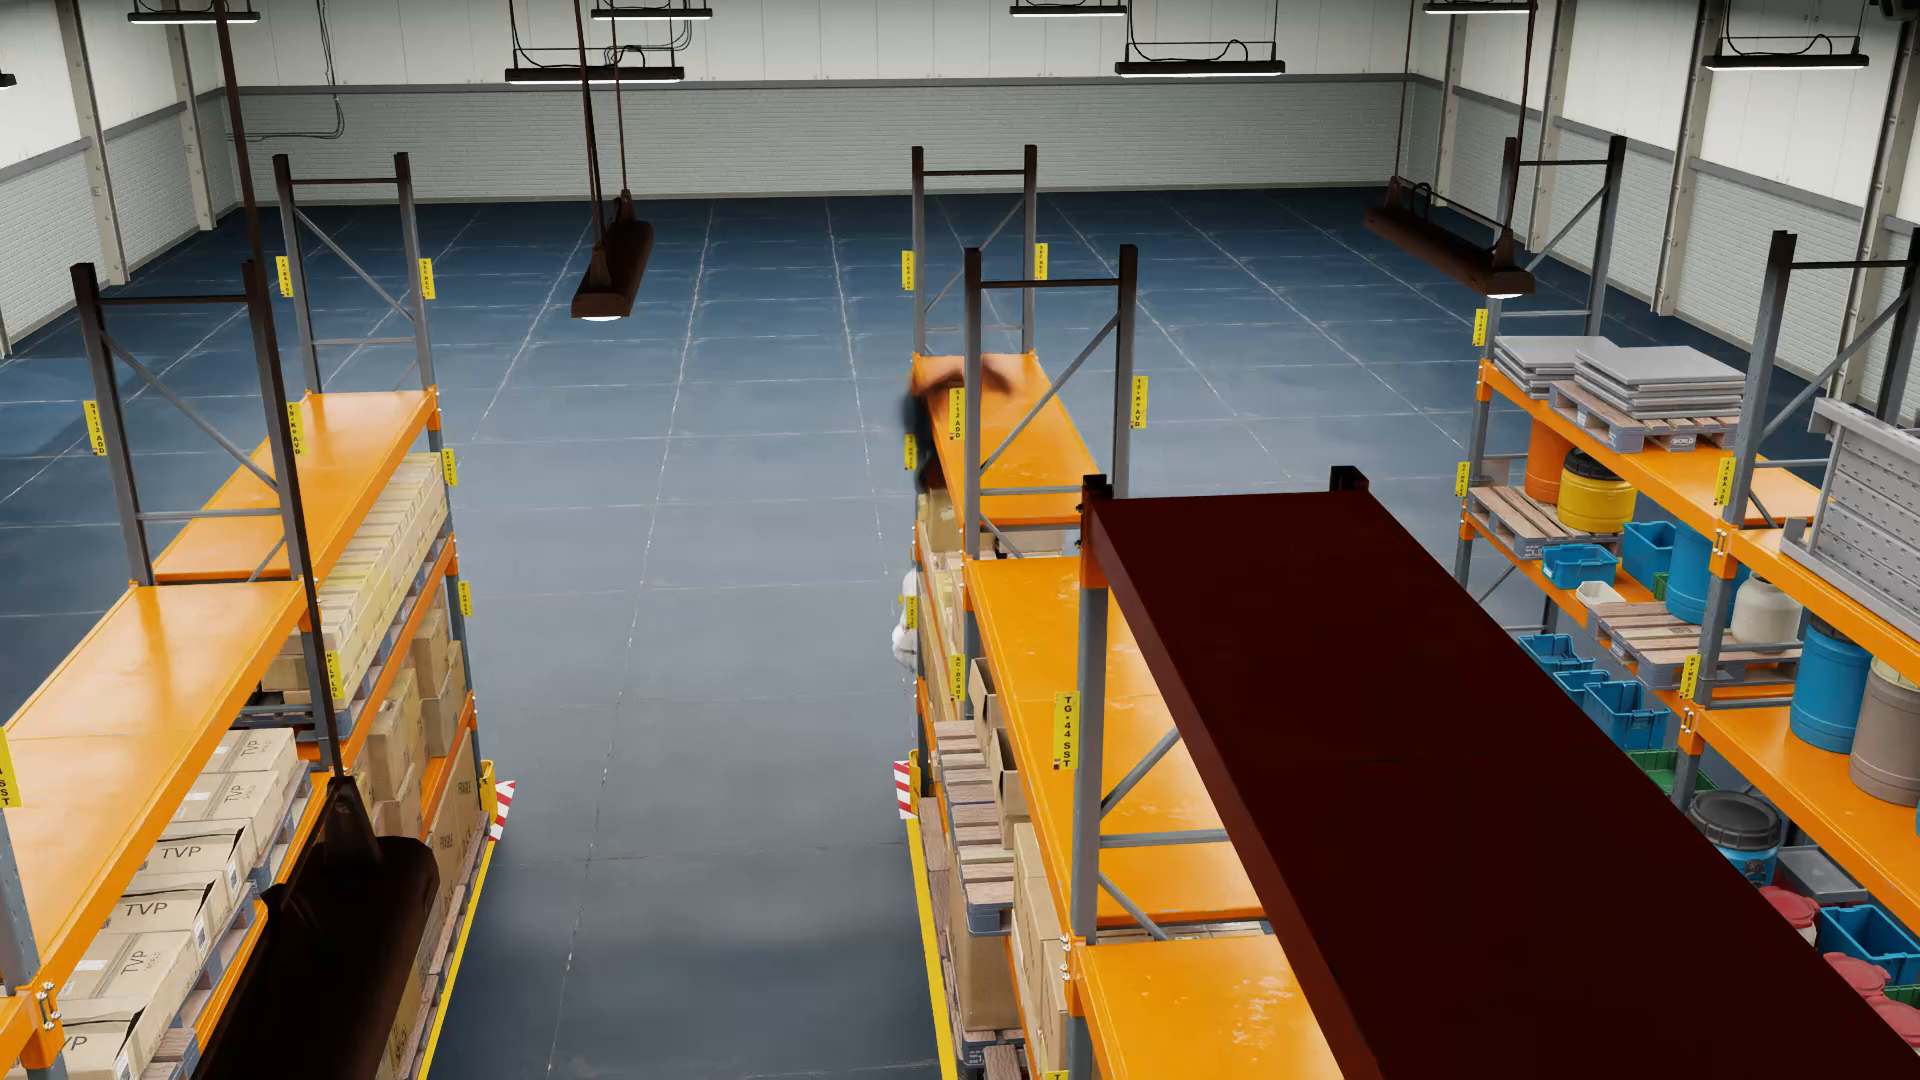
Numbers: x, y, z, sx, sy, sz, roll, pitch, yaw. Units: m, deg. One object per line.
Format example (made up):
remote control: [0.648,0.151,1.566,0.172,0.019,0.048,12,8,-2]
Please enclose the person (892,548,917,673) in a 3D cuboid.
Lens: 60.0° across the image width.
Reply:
person: [-0.455,0.839,17.123,0.657,1.727,0.734,18,28,38]
